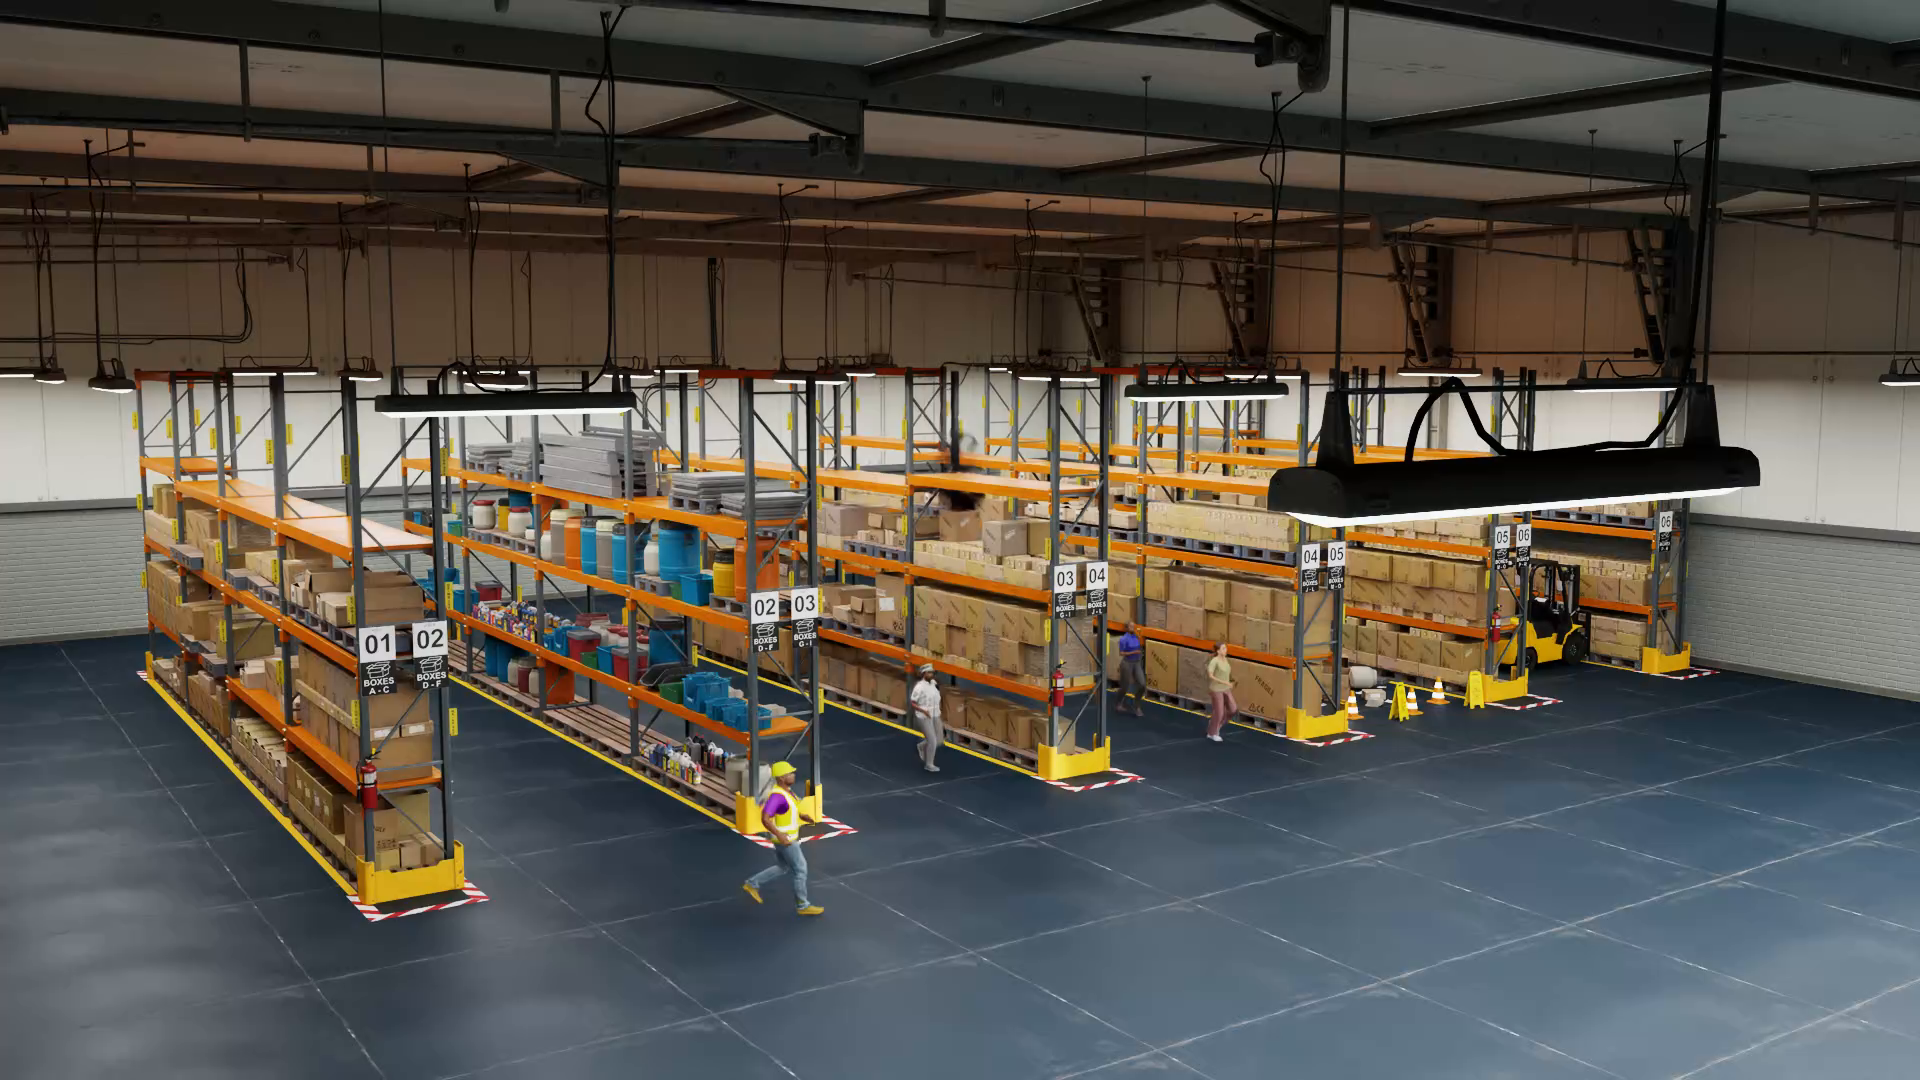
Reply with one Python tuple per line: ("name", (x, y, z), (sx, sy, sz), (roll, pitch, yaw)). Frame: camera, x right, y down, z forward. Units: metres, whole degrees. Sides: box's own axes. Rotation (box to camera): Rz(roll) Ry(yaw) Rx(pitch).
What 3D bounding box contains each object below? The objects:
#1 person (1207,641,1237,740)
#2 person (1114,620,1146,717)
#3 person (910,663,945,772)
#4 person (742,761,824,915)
("person", (4.275, 2.460, 27.123), (0.544, 1.639, 0.602), (6, 9, 43))
("person", (2.982, 2.247, 29.007), (0.555, 1.713, 0.702), (-5, 8, -36))
("person", (-0.506, 2.667, 25.223), (0.574, 1.650, 0.587), (-6, 9, -44))
("person", (-1.997, 3.346, 18.689), (0.930, 1.746, 0.731), (0, 6, -2))
